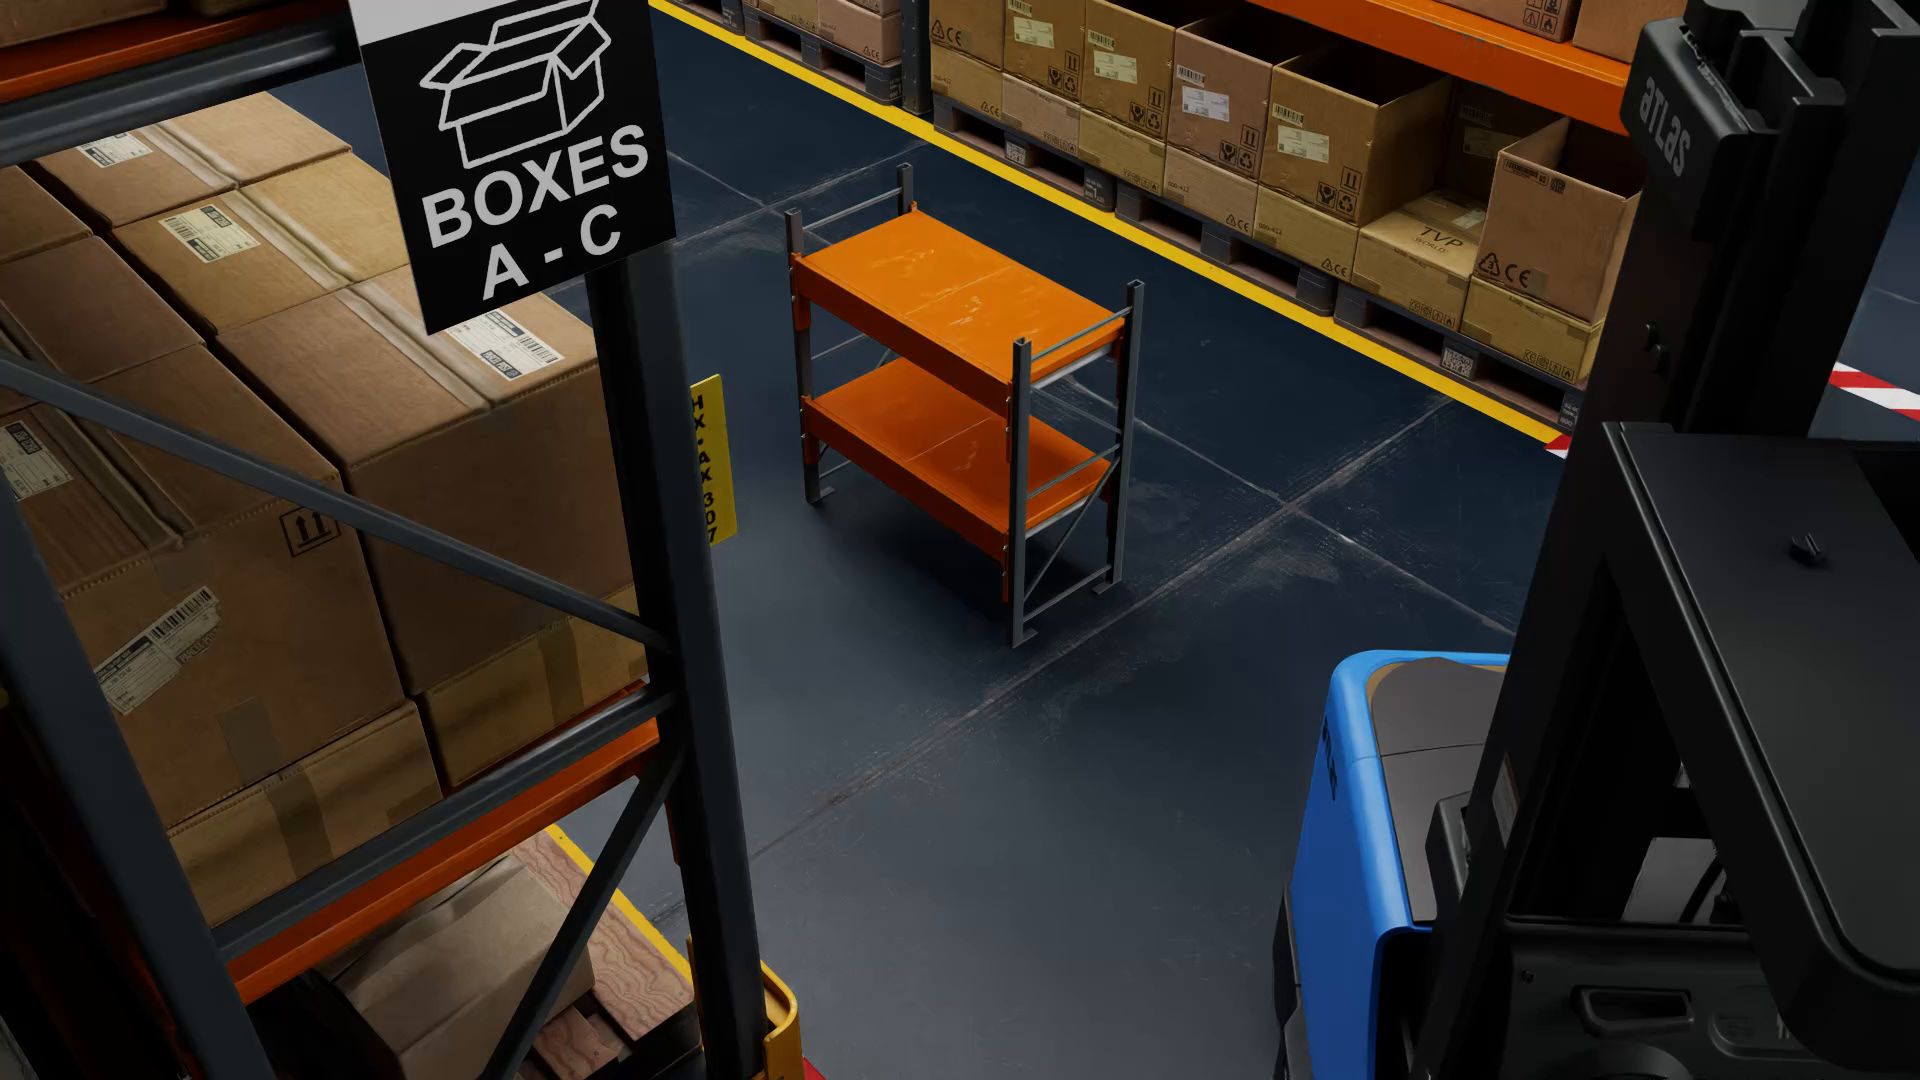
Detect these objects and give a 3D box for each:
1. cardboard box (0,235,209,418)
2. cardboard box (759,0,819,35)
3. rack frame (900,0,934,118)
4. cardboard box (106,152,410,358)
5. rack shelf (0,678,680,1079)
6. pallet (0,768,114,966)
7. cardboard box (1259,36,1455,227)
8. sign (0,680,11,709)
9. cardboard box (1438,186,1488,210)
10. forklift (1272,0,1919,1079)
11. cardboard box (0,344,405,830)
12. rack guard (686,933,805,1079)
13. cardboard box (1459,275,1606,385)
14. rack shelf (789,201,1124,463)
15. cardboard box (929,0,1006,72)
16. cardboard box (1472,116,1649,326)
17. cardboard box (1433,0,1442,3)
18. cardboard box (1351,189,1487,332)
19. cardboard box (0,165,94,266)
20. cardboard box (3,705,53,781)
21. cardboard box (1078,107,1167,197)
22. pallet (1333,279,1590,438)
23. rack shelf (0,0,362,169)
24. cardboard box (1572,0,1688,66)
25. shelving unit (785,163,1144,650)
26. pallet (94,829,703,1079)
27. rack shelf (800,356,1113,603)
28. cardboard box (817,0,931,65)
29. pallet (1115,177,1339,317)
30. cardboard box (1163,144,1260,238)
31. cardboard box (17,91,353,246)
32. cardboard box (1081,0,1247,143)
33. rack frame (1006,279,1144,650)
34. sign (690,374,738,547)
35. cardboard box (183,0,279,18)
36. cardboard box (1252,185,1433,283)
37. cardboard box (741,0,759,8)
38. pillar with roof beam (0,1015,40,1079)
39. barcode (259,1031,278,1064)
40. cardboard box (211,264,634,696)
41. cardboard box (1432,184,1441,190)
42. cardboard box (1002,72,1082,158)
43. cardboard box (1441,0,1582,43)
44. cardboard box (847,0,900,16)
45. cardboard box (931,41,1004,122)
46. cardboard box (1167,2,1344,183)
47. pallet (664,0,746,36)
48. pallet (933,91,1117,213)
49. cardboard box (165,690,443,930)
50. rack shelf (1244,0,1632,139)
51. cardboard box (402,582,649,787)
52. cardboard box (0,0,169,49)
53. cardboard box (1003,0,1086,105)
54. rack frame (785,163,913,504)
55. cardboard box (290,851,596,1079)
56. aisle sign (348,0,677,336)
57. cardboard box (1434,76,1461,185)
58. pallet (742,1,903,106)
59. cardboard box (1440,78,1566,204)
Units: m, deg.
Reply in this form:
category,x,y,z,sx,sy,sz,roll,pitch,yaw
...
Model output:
category,x,y,z,sx,sy,sz,roll,pitch,yaw
cardboard box,-1.630,-0.158,2.989,0.500,0.500,0.500,-29,47,-31
cardboard box,-0.716,-2.907,8.740,0.500,0.250,0.500,-31,48,-32
rack frame,0.119,-3.510,7.633,1.000,3.000,0.127,-30,48,-32
cardboard box,-1.250,-0.375,3.257,0.500,0.500,0.500,-30,48,-32
rack shelf,-2.174,-0.198,4.104,1.077,0.370,4.000,-30,48,-32
pallet,-2.217,0.542,4.835,1.003,0.211,1.213,-30,48,-32
cardboard box,1.556,-1.622,6.553,0.500,0.500,0.500,-30,48,-32
sign,-1.244,0.101,1.988,0.100,0.325,0.005,-30,48,-32
cardboard box,2.285,-1.325,6.781,0.500,0.250,0.500,-30,48,-32
forklift,1.248,0.873,2.260,1.130,2.935,3.031,2,39,2
cardboard box,-1.297,0.079,2.695,0.500,0.500,0.500,-31,48,-32
rack guard,-0.873,1.385,3.561,1.175,0.500,0.348,-30,48,-32
cardboard box,2.244,-0.875,6.224,0.500,0.250,0.500,-30,48,-32
rack shelf,-0.005,-0.668,5.141,0.538,0.278,1.000,-30,48,-32
cardboard box,0.202,-2.548,7.698,0.500,0.500,0.500,-30,48,-32
cardboard box,2.243,-1.166,5.988,0.500,0.500,0.500,-30,48,-32
cardboard box,1.828,-2.392,6.169,0.700,0.500,0.500,-30,47,-31
cardboard box,1.897,-1.101,6.504,0.500,0.250,0.500,-30,48,-32
cardboard box,-1.983,-0.395,3.283,0.500,0.500,0.500,-31,48,-33
cardboard box,-1.639,0.129,3.231,0.500,0.250,0.500,-29,47,-31
cardboard box,0.878,-1.793,7.361,0.500,0.250,0.500,-30,48,-32
pallet,2.277,-0.910,6.633,1.003,0.211,1.213,-30,48,-32
rack shelf,-2.174,-1.364,3.161,1.077,0.370,4.000,-30,48,-32
cardboard box,2.518,-1.919,5.583,0.700,0.500,0.500,-30,48,-32
shelving unit,-0.005,-0.441,5.325,0.538,1.125,1.048,-30,48,-32
pallet,-1.396,1.107,4.136,1.003,0.211,1.213,-30,48,-32
rack shelf,-0.005,-0.251,5.478,0.538,0.278,1.000,-30,48,-32
cardboard box,-0.375,-2.672,8.450,0.500,0.250,0.500,-30,48,-32
pallet,1.456,-1.474,7.332,1.003,0.211,1.213,-30,48,-32
cardboard box,1.221,-1.564,7.077,0.500,0.250,0.500,-30,48,-32
cardboard box,-1.595,-0.616,3.557,0.500,0.500,0.500,-32,49,-33
cardboard box,0.879,-2.085,7.126,0.500,0.500,0.500,-30,48,-32
rack frame,0.339,-0.205,5.033,0.500,1.125,0.032,-30,48,-32
sign,-0.422,-0.119,2.745,0.100,0.325,0.005,-30,48,-32
cardboard box,-0.864,-1.026,2.075,0.500,0.500,0.500,-29,47,-31
cardboard box,1.558,-1.332,6.790,0.500,0.250,0.500,-30,48,-32
cardboard box,-1.062,-3.144,9.033,0.500,0.250,0.500,-29,47,-31
pillar with roof beam,1.239,-3.671,3.058,9.100,9.000,0.400,-30,48,-32
barcode,-1.530,1.123,3.679,0.001,0.075,0.075,-30,48,-32
cardboard box,-0.923,-0.142,2.969,0.500,0.500,0.500,-30,48,-32
cardboard box,1.947,-1.556,7.068,0.500,0.250,0.500,-30,48,-32
cardboard box,0.544,-2.026,7.650,0.500,0.250,0.500,-30,48,-32
cardboard box,2.160,-2.160,5.882,0.700,0.500,0.500,-29,47,-31
cardboard box,-0.366,-2.887,8.270,0.500,0.311,0.500,-30,48,-32
cardboard box,0.210,-2.260,7.939,0.500,0.250,0.500,-30,48,-32
cardboard box,1.218,-1.854,6.840,0.500,0.500,0.500,-30,48,-32
pallet,-1.237,-3.314,9.610,1.003,0.211,1.213,-30,48,-32
pallet,0.626,-2.039,8.031,1.003,0.211,1.213,-30,48,-32
cardboard box,-1.281,0.365,2.939,0.500,0.250,0.500,-29,47,-31
rack shelf,1.472,-2.304,6.713,1.077,0.370,4.000,-30,48,-32
cardboard box,-0.918,0.138,3.219,0.500,0.250,0.500,-31,48,-33
cardboard box,-1.290,-0.851,1.858,0.500,0.500,0.500,-26,46,-29
cardboard box,0.546,-2.320,7.416,0.500,0.500,0.500,-30,48,-32
rack frame,-0.348,-0.676,5.616,0.500,1.125,0.032,-30,48,-32
cardboard box,-1.223,0.965,3.882,0.500,0.311,0.500,29,47,31
aisle sign,-0.552,-0.657,2.032,0.394,0.787,0.004,-30,48,-32
cardboard box,1.939,-1.843,6.826,0.500,0.500,0.500,-30,48,-32
pallet,-0.408,-2.749,8.910,1.003,0.211,1.213,-30,48,-32
cardboard box,2.286,-1.617,6.547,0.500,0.500,0.500,-30,48,-32
